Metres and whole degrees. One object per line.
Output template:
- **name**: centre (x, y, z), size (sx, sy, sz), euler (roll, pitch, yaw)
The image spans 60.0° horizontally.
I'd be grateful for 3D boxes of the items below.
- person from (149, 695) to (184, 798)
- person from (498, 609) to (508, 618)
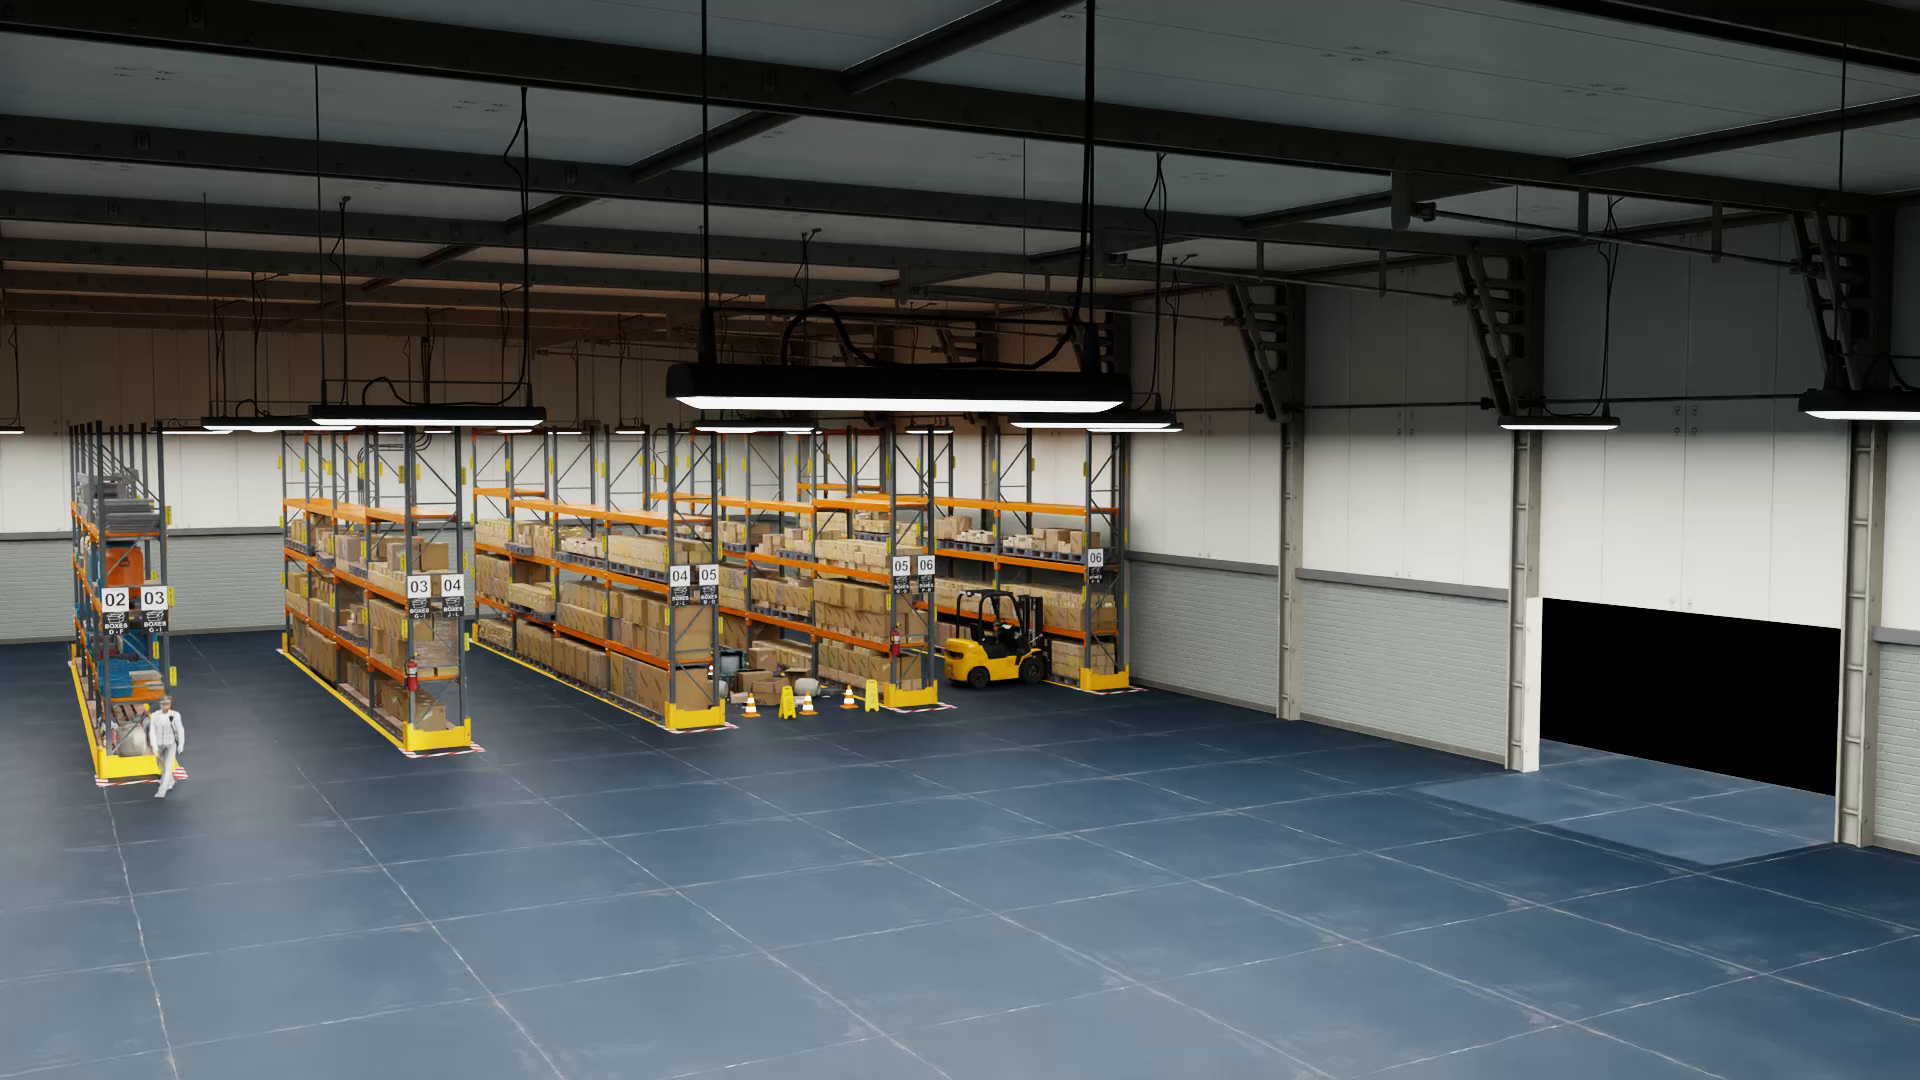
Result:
- **person**: centre (-12.708, 3.271, 26.587), size (0.466, 1.582, 1.072), euler (-1, 4, -9)
- **person**: centre (-13.608, 1.787, 49.697), size (0.635, 1.745, 0.894), euler (0, 4, 6)
